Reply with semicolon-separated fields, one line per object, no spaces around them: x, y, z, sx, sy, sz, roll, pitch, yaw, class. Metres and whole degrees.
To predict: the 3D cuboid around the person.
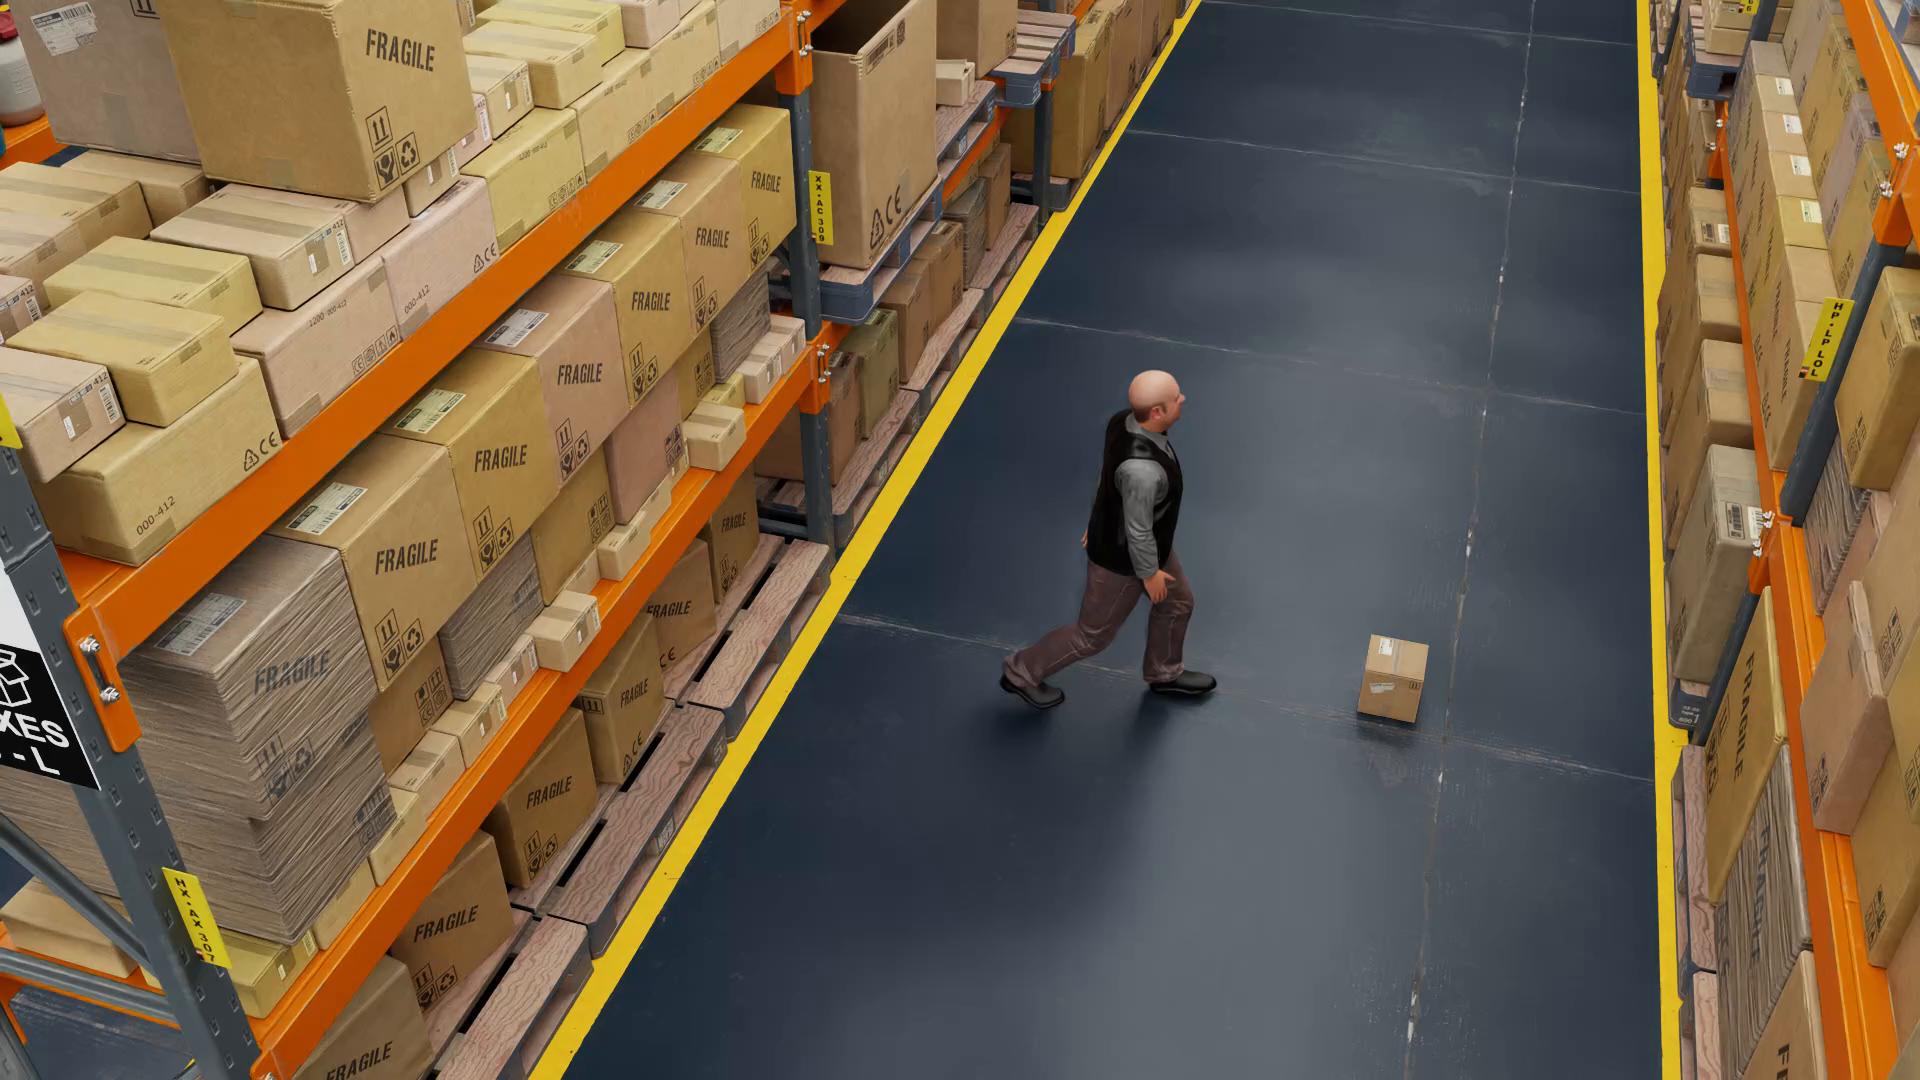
1.112;-0.025;6.906;0.466;1.717;0.556;1;37;2;person
